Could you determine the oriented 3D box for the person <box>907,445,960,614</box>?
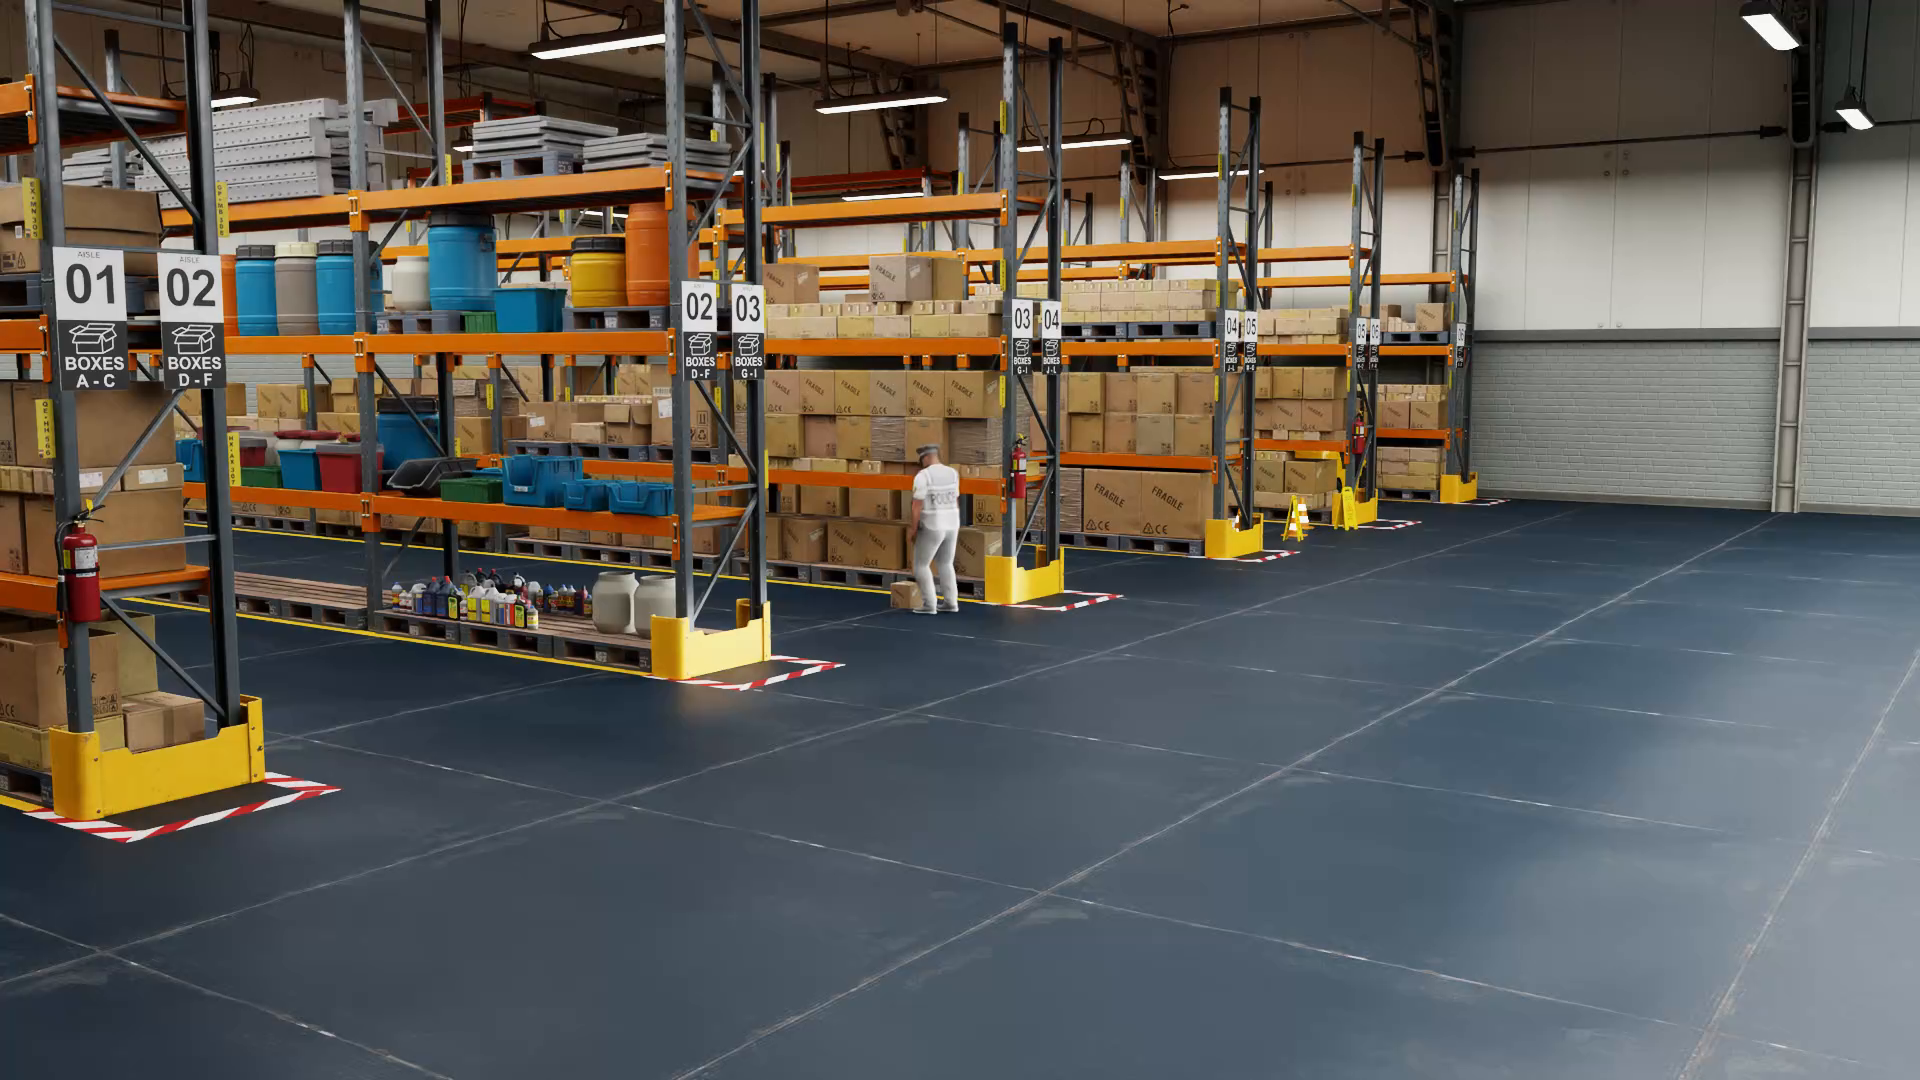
[{"bbox_3d":[-0.262,-0.103,16.875,0.547,1.722,0.440,-4,8,-35],"label":"person"}]
